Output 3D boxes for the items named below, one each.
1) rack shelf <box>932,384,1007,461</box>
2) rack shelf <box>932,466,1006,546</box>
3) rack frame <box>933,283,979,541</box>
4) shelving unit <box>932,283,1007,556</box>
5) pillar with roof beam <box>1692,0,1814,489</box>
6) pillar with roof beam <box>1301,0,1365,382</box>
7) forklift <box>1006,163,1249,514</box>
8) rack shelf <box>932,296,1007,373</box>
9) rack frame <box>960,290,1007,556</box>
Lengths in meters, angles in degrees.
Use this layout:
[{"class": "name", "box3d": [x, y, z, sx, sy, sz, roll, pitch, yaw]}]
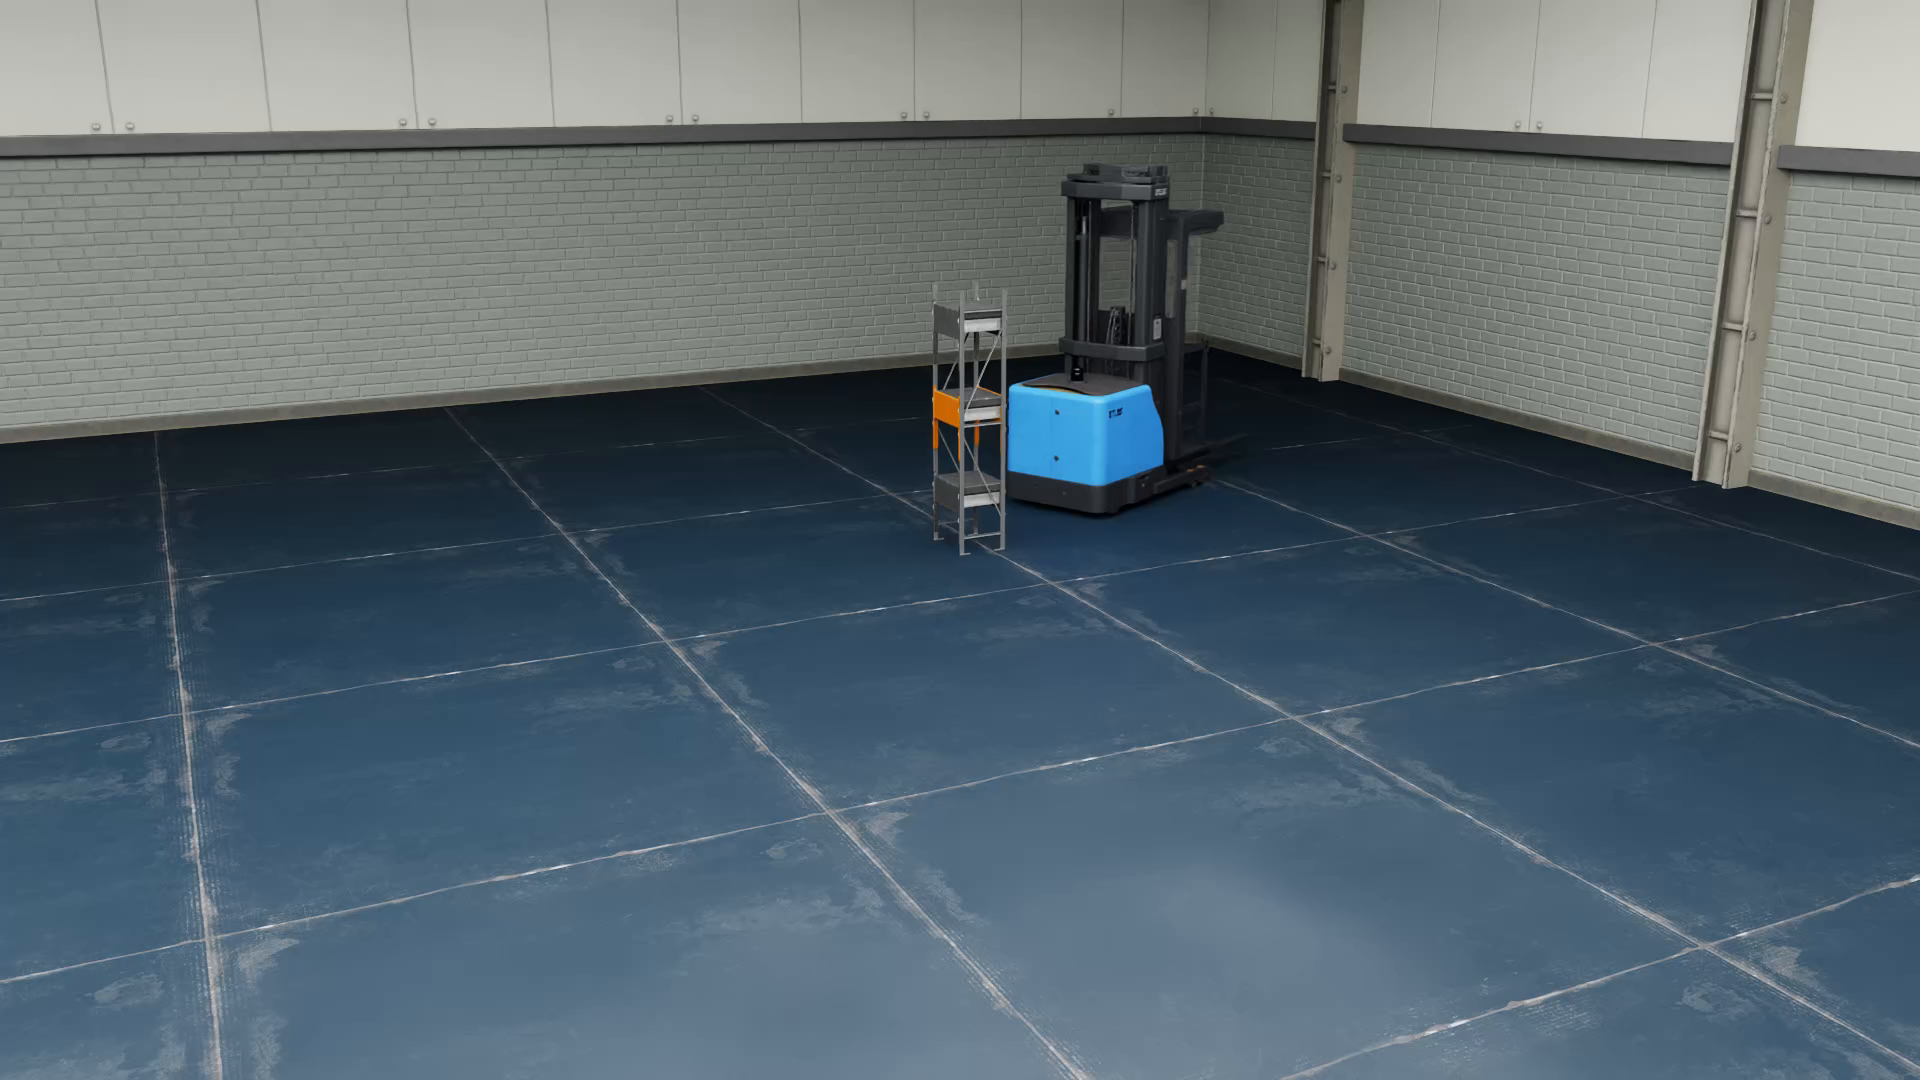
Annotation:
[{"class": "rack shelf", "box3d": [0.072, -0.955, 13.322, 0.431, 0.518, 0.480, -8, 18, -25]}, {"class": "rack shelf", "box3d": [0.073, -0.282, 13.515, 0.431, 0.518, 0.480, -8, 18, -25]}, {"class": "rack frame", "box3d": [-0.034, -1.029, 13.529, 0.400, 2.100, 0.015, -8, 18, -25]}, {"class": "shelving unit", "box3d": [0.072, -0.968, 13.318, 0.431, 2.100, 0.503, -8, 18, -25]}, {"class": "pillar with roof beam", "box3d": [3.276, -4.345, 12.578, 9.100, 9.000, 0.400, -8, 18, -25]}, {"class": "pillar with roof beam", "box3d": [0.648, -5.833, 17.763, 9.100, 9.000, 0.400, -8, 18, -25]}, {"class": "forklift", "box3d": [1.703, -1.977, 15.326, 1.130, 2.935, 3.031, 12, 20, 36]}, {"class": "rack shelf", "box3d": [0.072, -1.628, 13.129, 0.431, 0.518, 0.480, -8, 18, -25]}, {"class": "rack frame", "box3d": [0.179, -0.908, 13.107, 0.400, 2.100, 0.015, -8, 18, -25]}]
